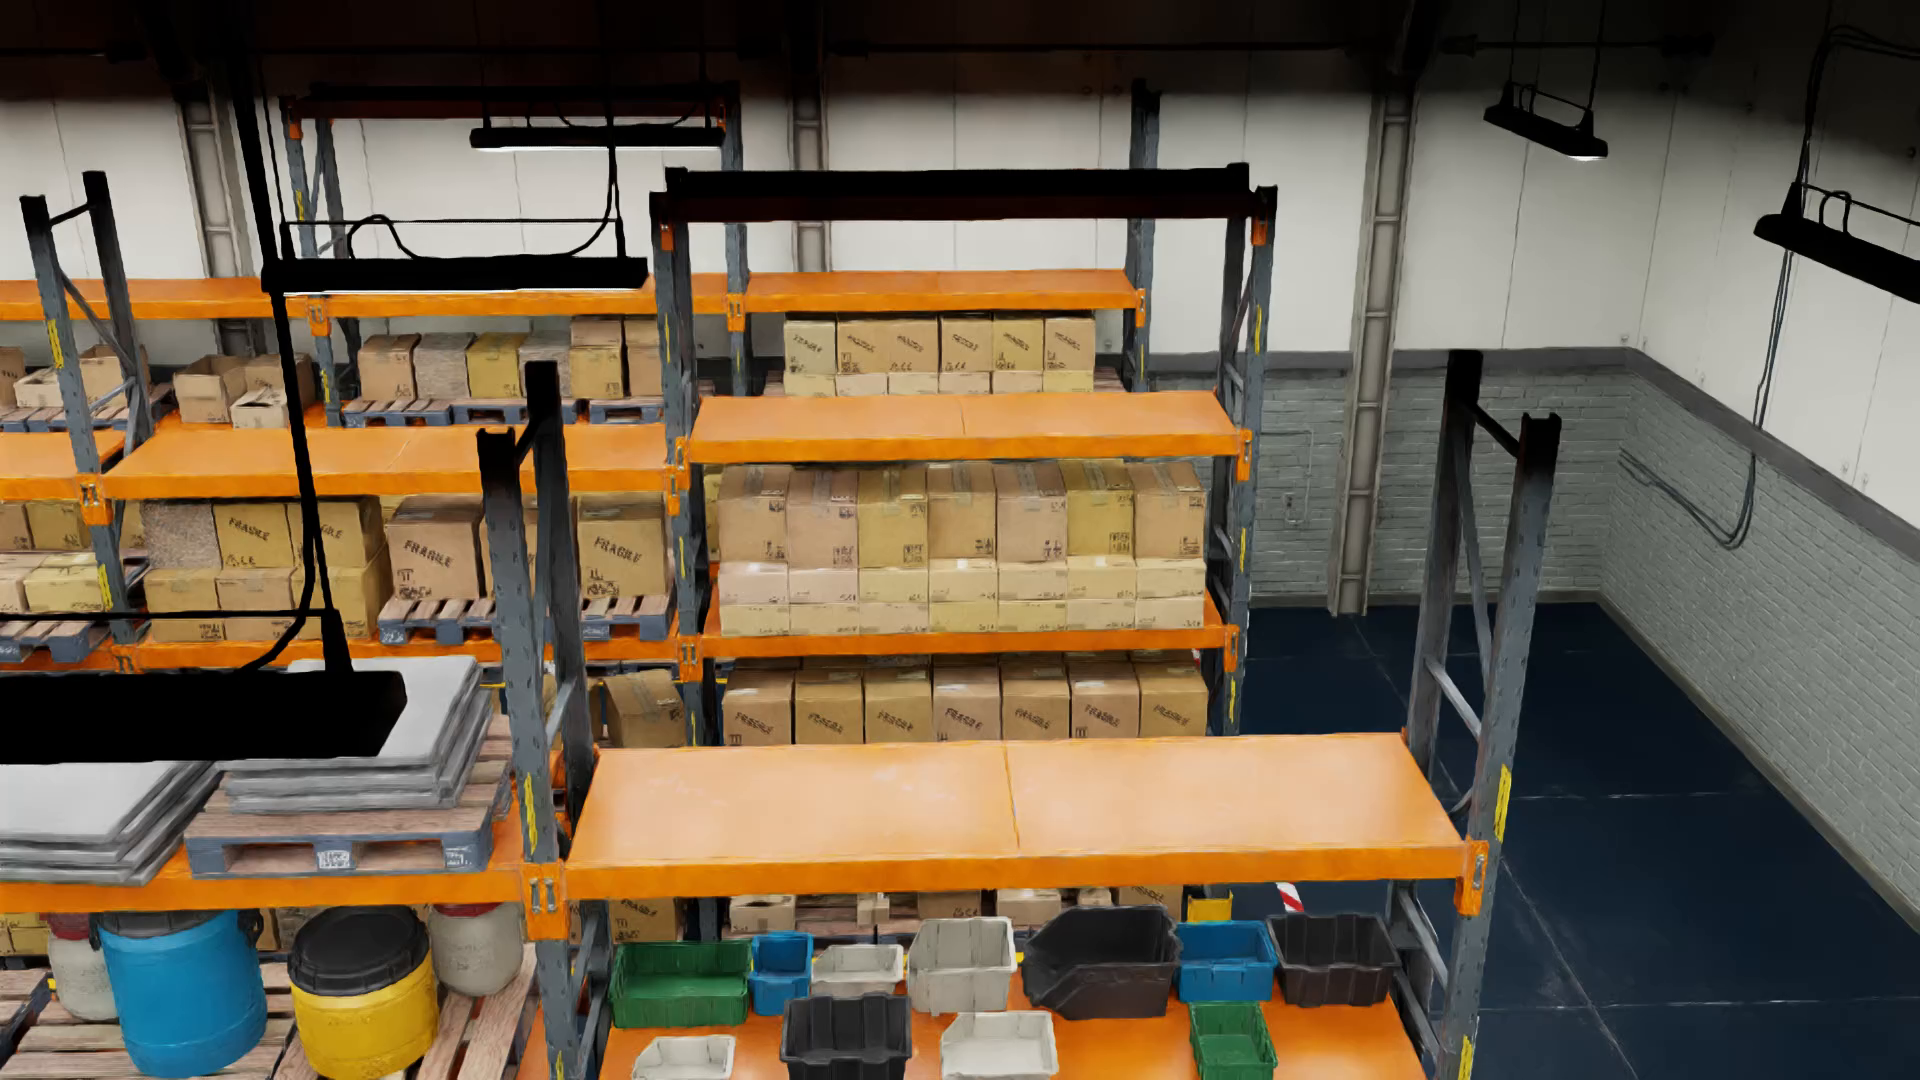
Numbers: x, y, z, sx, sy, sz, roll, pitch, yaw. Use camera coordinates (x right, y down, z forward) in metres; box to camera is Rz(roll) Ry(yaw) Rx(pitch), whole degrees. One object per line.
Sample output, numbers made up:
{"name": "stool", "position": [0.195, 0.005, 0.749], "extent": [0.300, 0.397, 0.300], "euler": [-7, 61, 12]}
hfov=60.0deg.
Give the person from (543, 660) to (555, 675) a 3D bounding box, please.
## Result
{"name": "person", "position": [-3.803, 1.464, 15.386], "extent": [1.088, 1.589, 0.456], "euler": [0, 22, 0]}
